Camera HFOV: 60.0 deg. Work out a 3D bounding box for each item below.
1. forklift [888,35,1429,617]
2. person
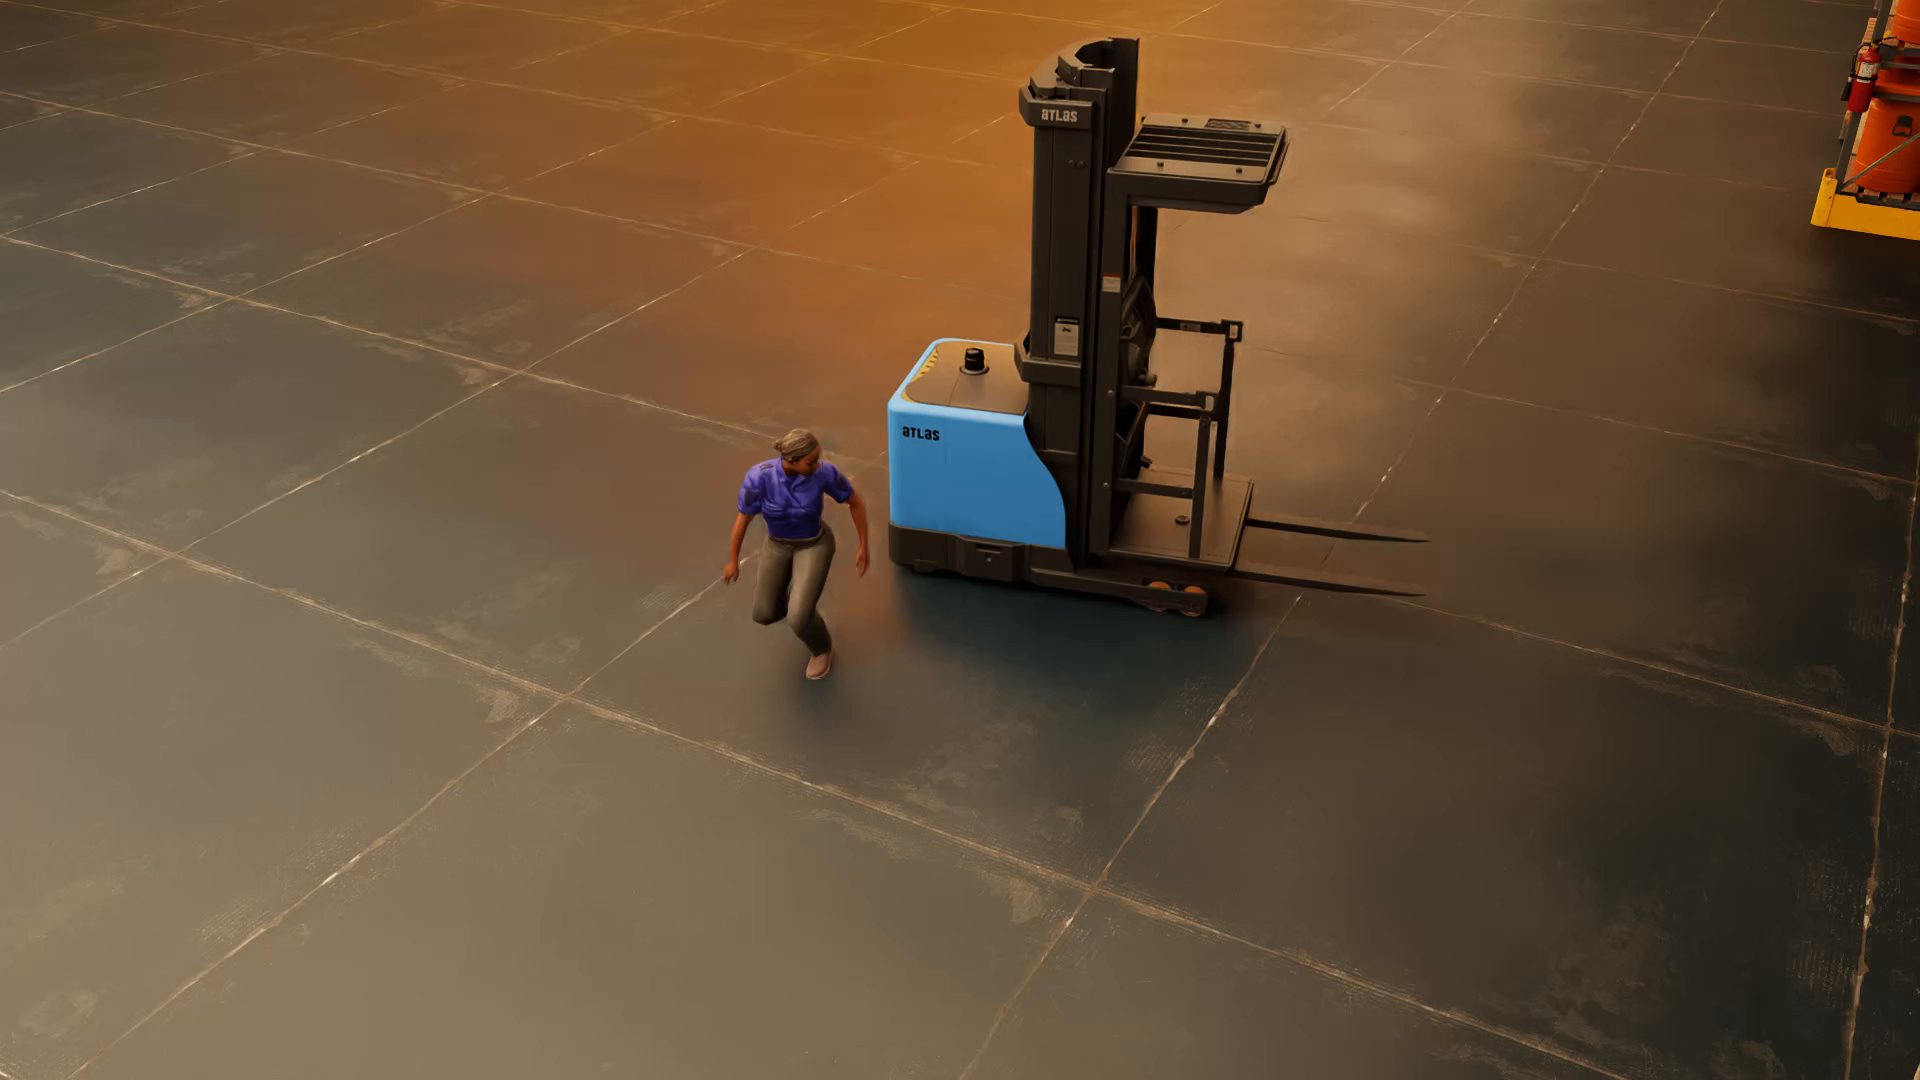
[{"bbox_3d":[1.158,-1.138,9.042,3.031,2.935,1.130,8,31,13],"label":"forklift"},{"bbox_3d":[-0.824,0.008,8.571,0.746,1.452,0.620,5,30,9],"label":"person"}]
